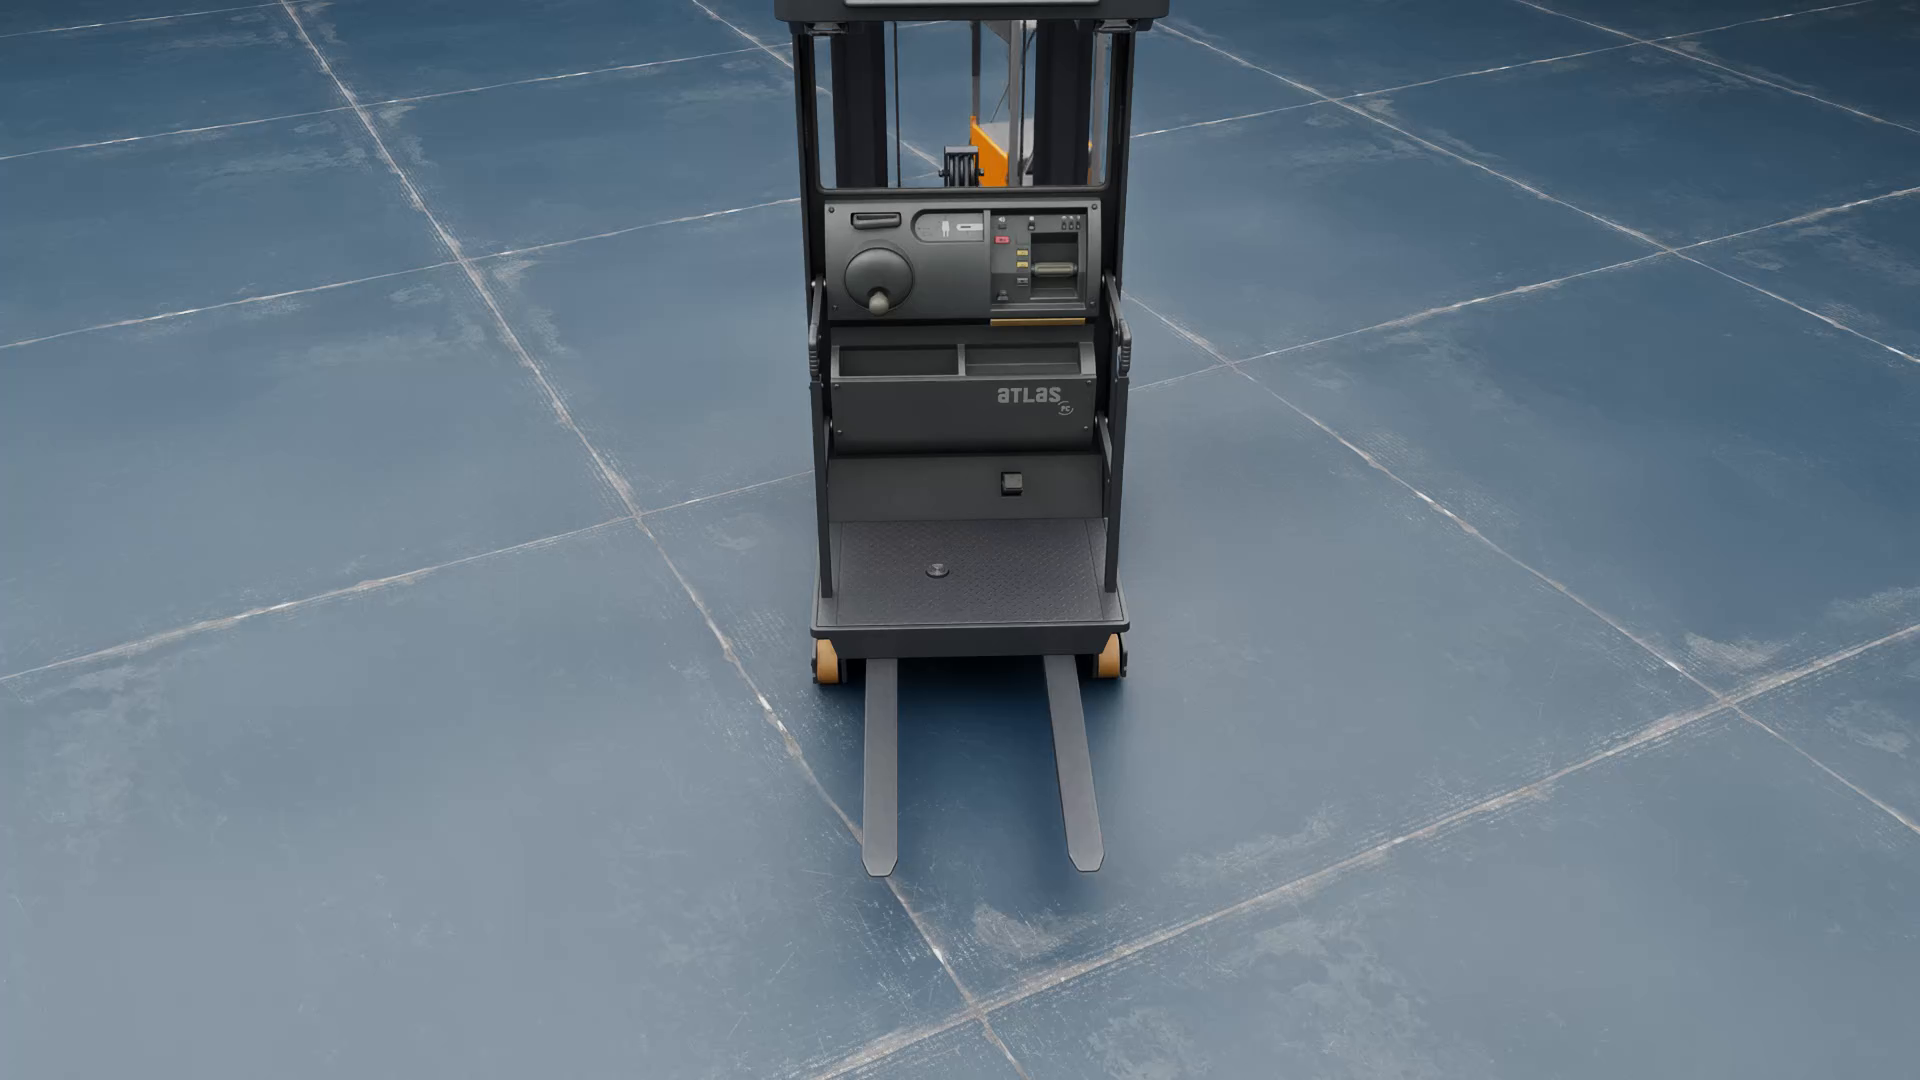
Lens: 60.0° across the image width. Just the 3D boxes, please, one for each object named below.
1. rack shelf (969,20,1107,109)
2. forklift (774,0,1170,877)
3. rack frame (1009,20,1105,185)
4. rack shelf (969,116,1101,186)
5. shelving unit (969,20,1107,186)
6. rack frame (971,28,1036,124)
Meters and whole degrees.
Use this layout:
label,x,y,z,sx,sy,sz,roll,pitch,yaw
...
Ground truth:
label,x,y,z,sx,sy,sz,roll,pitch,yaw
rack shelf,0.317,-2.124,6.846,0.431,0.518,0.480,-10,34,-15
forklift,0.021,-0.895,5.430,1.130,2.935,3.031,-1,33,-2
rack frame,0.393,-1.421,7.021,0.400,2.100,0.015,-10,34,-15
rack shelf,0.317,-1.534,7.223,0.431,0.518,0.480,-10,34,-15
shelving unit,0.317,-1.546,7.216,0.431,2.100,0.503,-10,34,-15
rack frame,0.240,-1.671,7.411,0.400,2.100,0.015,-10,34,-15
